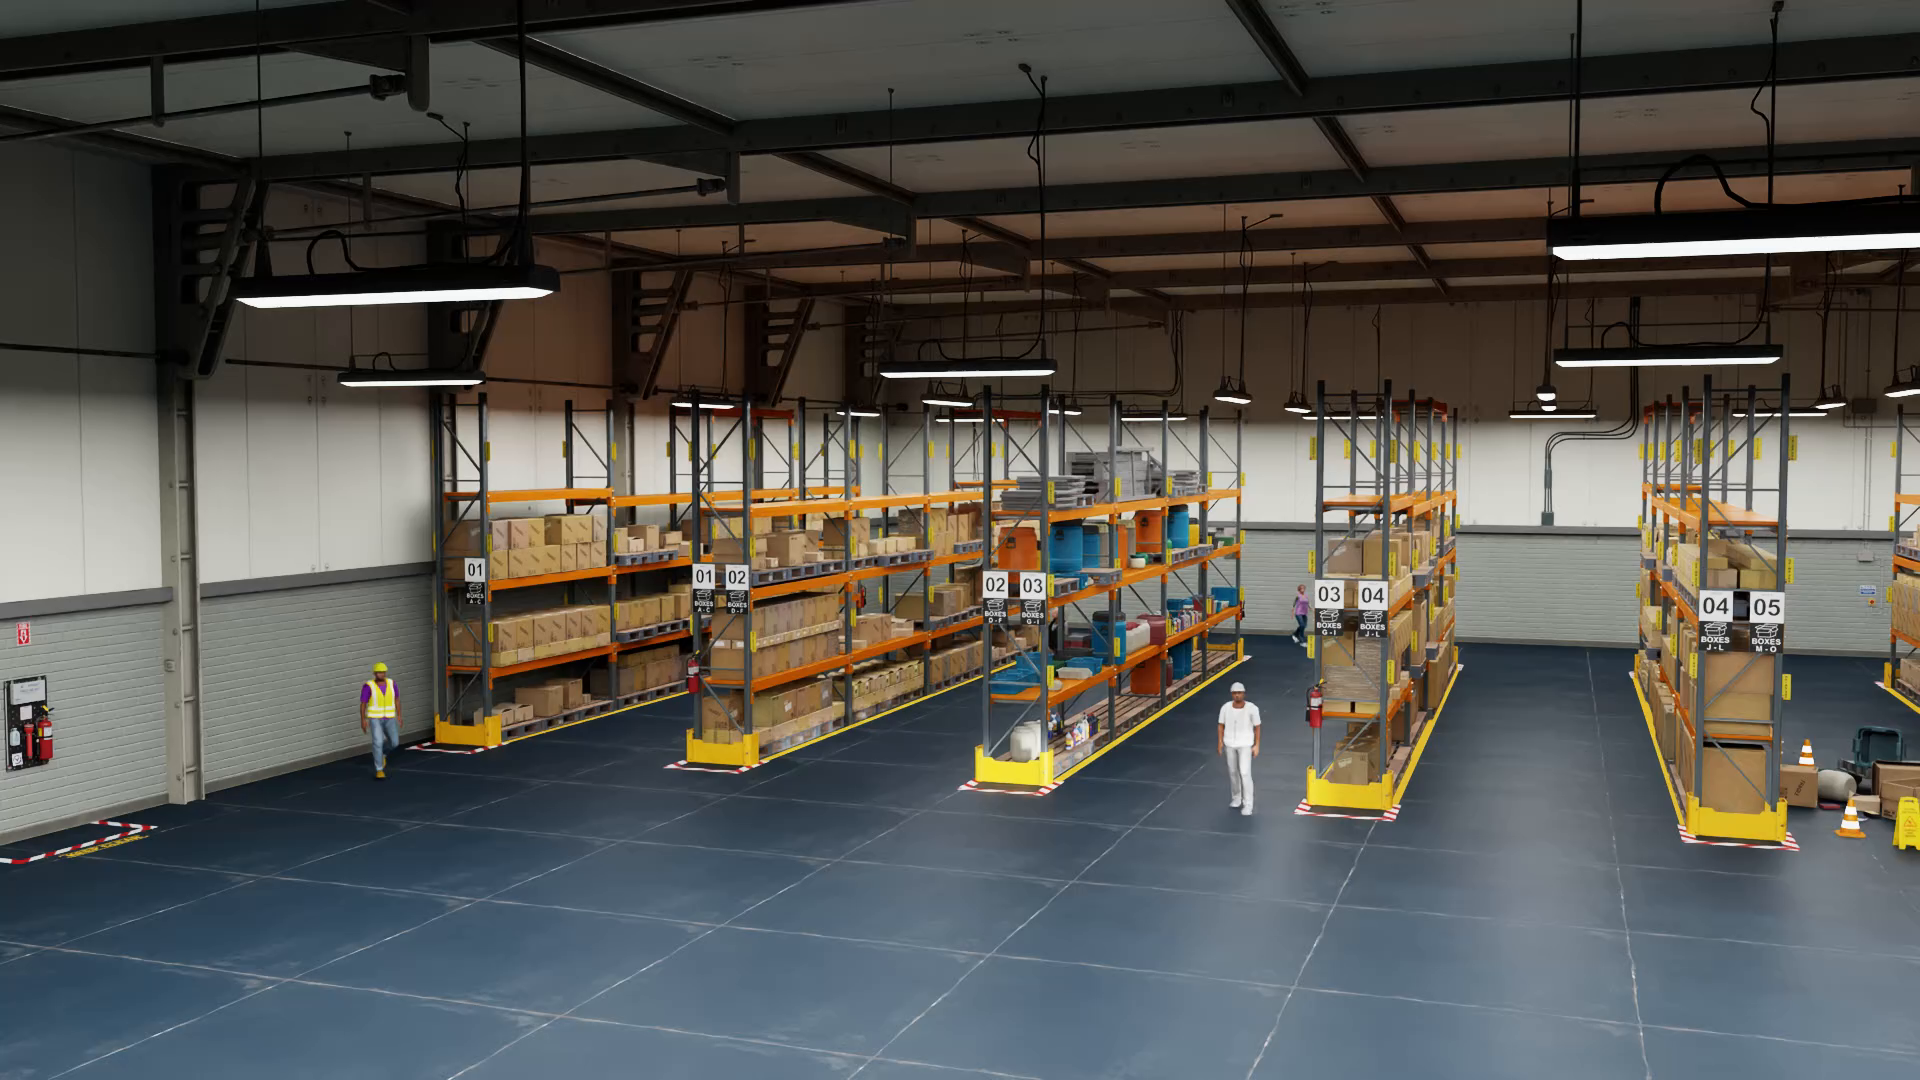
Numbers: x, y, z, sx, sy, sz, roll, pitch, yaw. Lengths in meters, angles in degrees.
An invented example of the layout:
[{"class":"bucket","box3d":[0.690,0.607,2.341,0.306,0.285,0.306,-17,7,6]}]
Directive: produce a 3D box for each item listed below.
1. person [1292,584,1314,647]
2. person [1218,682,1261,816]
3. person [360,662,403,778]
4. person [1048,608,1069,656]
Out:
[{"class":"person","box3d":[8.785,1.928,42.852,0.490,1.590,0.758,-2,3,-27]},{"class":"person","box3d":[3.858,2.900,23.192,0.569,1.816,0.599,2,4,31]},{"class":"person","box3d":[-8.943,2.751,25.665,0.610,1.754,0.715,-3,4,-41]},{"class":"person","box3d":[2.031,2.331,34.719,0.590,1.796,0.624,2,4,38]}]
